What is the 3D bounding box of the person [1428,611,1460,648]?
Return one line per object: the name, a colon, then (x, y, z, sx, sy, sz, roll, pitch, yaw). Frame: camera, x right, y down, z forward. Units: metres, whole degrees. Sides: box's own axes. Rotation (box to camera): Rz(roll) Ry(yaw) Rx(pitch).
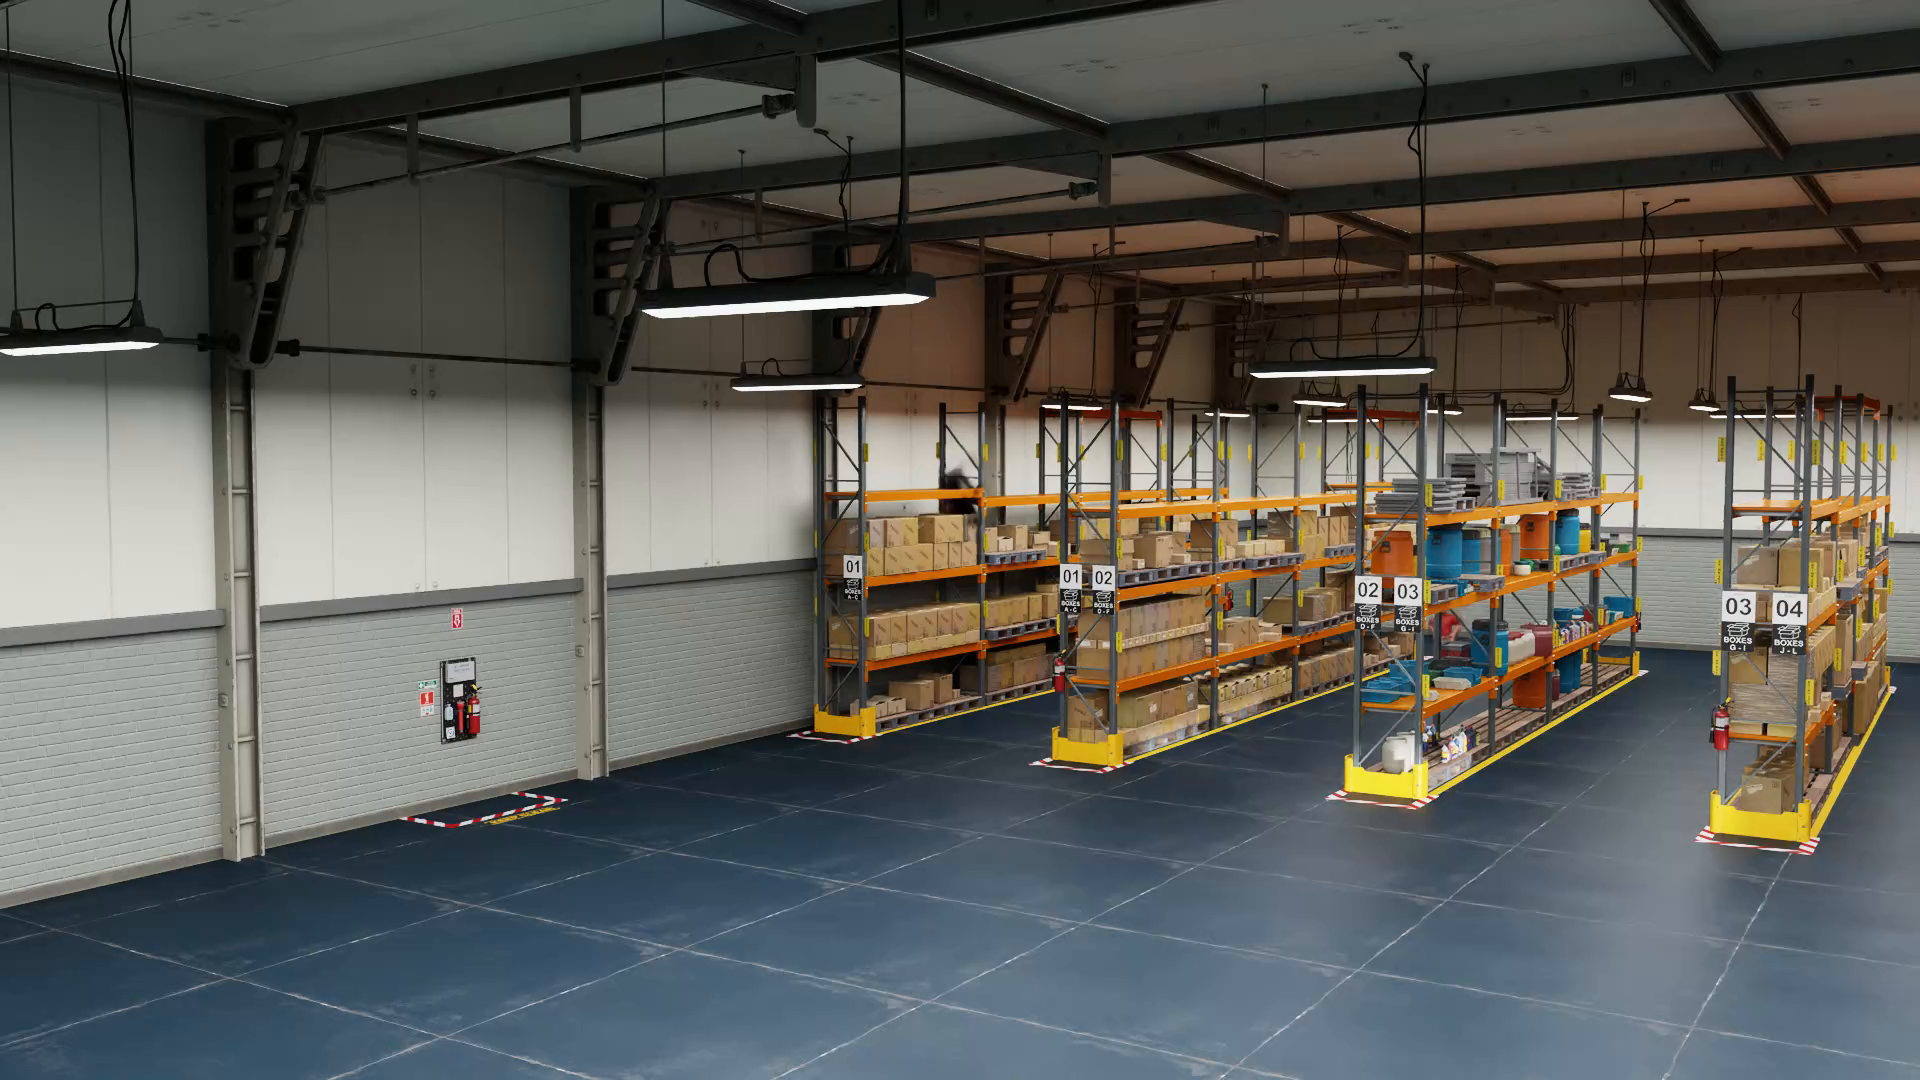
person: (10.538, 2.251, 36.316, 0.644, 1.766, 0.701, 1, 3, 24)
